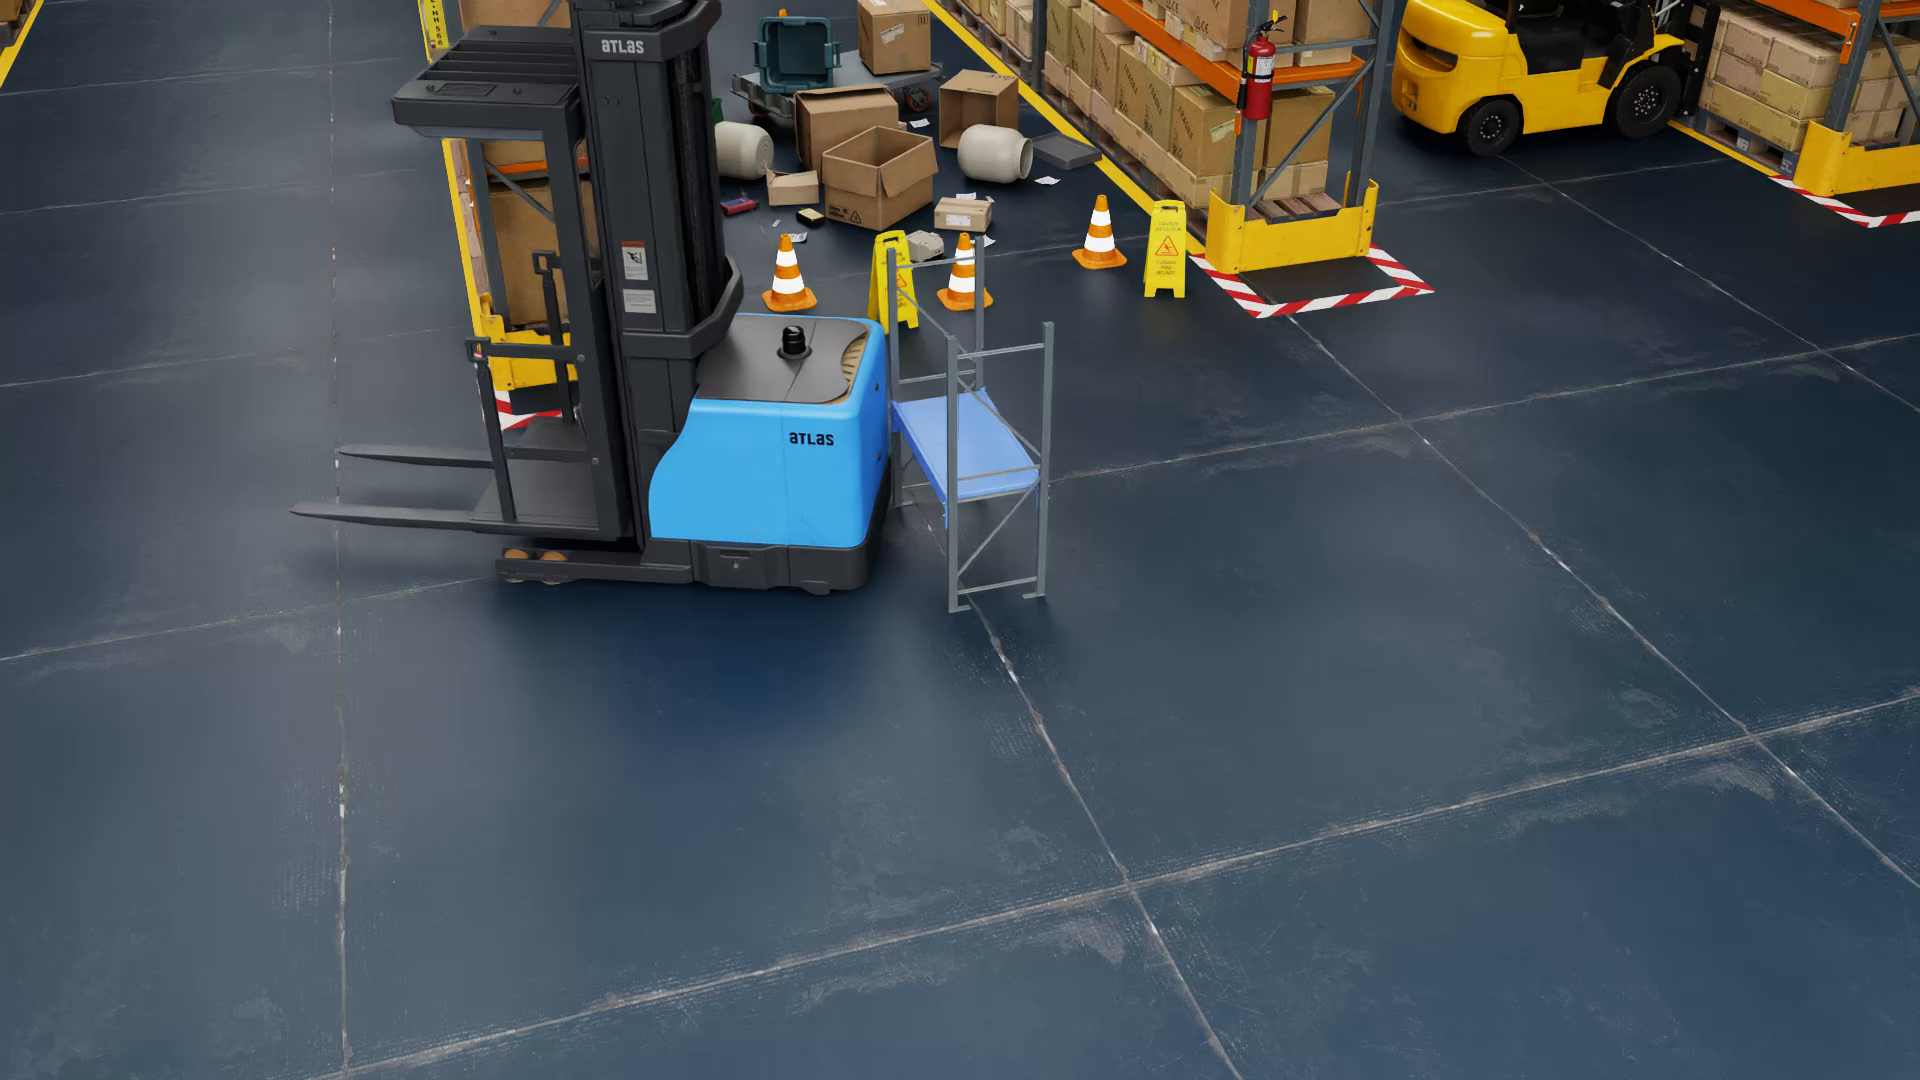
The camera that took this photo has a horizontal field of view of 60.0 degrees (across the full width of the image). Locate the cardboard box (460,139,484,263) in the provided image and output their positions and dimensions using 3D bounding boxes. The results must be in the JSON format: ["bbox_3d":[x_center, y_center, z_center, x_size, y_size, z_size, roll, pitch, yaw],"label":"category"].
[{"bbox_3d":[-2.877,-2.444,11.274,0.875,0.875,0.875,-11,35,-15],"label":"cardboard box"}]

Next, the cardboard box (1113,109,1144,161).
[{"bbox_3d":[1.528,-3.189,12.968,0.500,0.250,0.500,-11,35,-16],"label":"cardboard box"}]

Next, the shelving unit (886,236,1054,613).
[{"bbox_3d":[0.031,-0.581,8.269,0.538,1.500,1.048,-10,35,-14],"label":"shelving unit"}]

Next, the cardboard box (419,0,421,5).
[{"bbox_3d":[-4.408,-4.992,15.244,1.050,0.750,0.750,-9,35,-14],"label":"cardboard box"}]

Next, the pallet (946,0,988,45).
[{"bbox_3d":[0.511,-5.221,16.460,1.003,0.211,1.213,-10,35,-15],"label":"pallet"}]

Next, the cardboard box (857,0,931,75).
[{"bbox_3d":[-0.560,-4.292,14.106,0.500,0.500,0.500,-10,35,-15],"label":"cardboard box"}]

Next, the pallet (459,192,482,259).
[{"bbox_3d":[-3.024,-2.232,11.936,1.003,0.211,1.213,-10,35,-15],"label":"pallet"}]

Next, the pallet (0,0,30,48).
[{"bbox_3d":[-9.701,-5.031,16.173,1.003,0.211,1.213,-10,35,-15],"label":"pallet"}]

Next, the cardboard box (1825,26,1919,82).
[{"bbox_3d":[7.106,-3.800,12.987,0.500,0.250,0.500,-11,35,-15],"label":"cardboard box"}]

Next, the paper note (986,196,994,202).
[{"bbox_3d":[0.228,-2.597,12.671,0.032,0.001,0.123,-10,35,-15],"label":"paper note"}]

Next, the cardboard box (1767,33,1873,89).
[{"bbox_3d":[6.635,-3.706,12.843,0.500,0.250,0.500,-9,34,-13],"label":"cardboard box"}]

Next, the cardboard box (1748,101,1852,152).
[{"bbox_3d":[6.628,-3.293,13.125,0.500,0.250,0.500,-10,35,-14],"label":"cardboard box"}]

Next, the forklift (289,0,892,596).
[{"bbox_3d":[-1.920,-1.282,8.032,3.031,2.935,1.130,3,34,5],"label":"forklift"}]

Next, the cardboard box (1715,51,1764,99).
[{"bbox_3d":[6.483,-3.776,13.403,0.500,0.250,0.500,-10,35,-15],"label":"cardboard box"}]

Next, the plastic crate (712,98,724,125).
[{"bbox_3d":[-2.257,-3.429,13.717,0.450,0.188,0.662,-2,32,16],"label":"plastic crate"}]

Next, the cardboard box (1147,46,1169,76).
[{"bbox_3d":[1.604,-3.537,12.226,0.380,0.149,0.250,-9,35,-14],"label":"cardboard box"}]

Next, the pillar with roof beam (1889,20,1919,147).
[{"bbox_3d":[3.618,-6.367,10.223,9.100,9.000,0.400,-10,35,-15],"label":"pillar with roof beam"}]

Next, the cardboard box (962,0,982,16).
[{"bbox_3d":[0.527,-5.430,16.249,0.950,0.372,0.625,-9,34,-13],"label":"cardboard box"}]

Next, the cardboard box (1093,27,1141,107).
[{"bbox_3d":[1.380,-3.769,13.165,0.500,0.500,0.500,-8,34,-12],"label":"cardboard box"}]

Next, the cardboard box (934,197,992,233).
[{"bbox_3d":[0.023,-2.393,12.237,0.380,0.149,0.250,7,34,10],"label":"cardboard box"}]

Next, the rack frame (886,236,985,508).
[{"bbox_3d":[-0.120,-0.849,8.674,0.500,1.500,0.032,-10,35,-14],"label":"rack frame"}]

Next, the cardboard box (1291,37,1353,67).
[{"bbox_3d":[2.440,-3.343,11.316,0.380,0.149,0.250,-10,35,-15],"label":"cardboard box"}]

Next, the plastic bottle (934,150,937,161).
[{"bbox_3d":[-0.266,-3.116,13.410,0.133,0.061,0.283,-4,34,-6],"label":"plastic bottle"}]

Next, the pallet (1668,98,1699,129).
[{"bbox_3d":[6.430,-3.942,14.523,1.003,0.211,1.213,-10,35,-15],"label":"pallet"}]

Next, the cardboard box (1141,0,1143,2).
[{"bbox_3d":[1.581,-4.096,12.455,0.380,0.149,0.250,-10,35,-15],"label":"cardboard box"}]

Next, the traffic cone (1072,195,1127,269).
[{"bbox_3d":[0.986,-2.185,11.637,0.336,0.463,0.334,-10,35,-15],"label":"traffic cone"}]

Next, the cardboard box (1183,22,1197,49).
[{"bbox_3d":[1.788,-3.543,11.618,0.380,0.149,0.250,-11,35,-16],"label":"cardboard box"}]

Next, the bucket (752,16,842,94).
[{"bbox_3d":[-1.320,-4.034,13.724,0.726,0.611,0.620,1,23,2],"label":"bucket"}]

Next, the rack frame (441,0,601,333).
[{"bbox_3d":[-2.337,-2.349,9.584,1.000,3.000,0.127,-10,35,-15],"label":"rack frame"}]

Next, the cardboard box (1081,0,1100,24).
[{"bbox_3d":[1.188,-4.246,13.299,0.380,0.149,0.250,-9,34,-13],"label":"cardboard box"}]

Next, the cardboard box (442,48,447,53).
[{"bbox_3d":[-3.191,-3.732,11.540,0.875,0.550,0.550,-10,35,-15],"label":"cardboard box"}]

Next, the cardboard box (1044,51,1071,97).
[{"bbox_3d":[1.049,-4.007,14.207,0.500,0.250,0.500,-12,35,-17],"label":"cardboard box"}]

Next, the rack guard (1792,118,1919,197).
[{"bbox_3d":[7.079,-3.016,12.860,1.175,0.500,0.348,-10,35,-15],"label":"rack guard"}]

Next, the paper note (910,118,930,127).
[{"bbox_3d":[-0.337,-3.531,14.065,0.148,0.019,0.142,-10,35,-15],"label":"paper note"}]

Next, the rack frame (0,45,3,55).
[{"bbox_3d":[-9.532,-5.768,14.758,1.000,3.000,0.127,-10,35,-15],"label":"rack frame"}]

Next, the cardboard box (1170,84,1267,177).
[{"bbox_3d":[1.853,-2.952,11.930,0.500,0.500,0.500,-10,35,-14],"label":"cardboard box"}]

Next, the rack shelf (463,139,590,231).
[{"bbox_3d":[-2.947,-3.099,11.371,1.077,0.370,4.000,-10,35,-15],"label":"rack shelf"}]

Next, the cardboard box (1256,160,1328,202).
[{"bbox_3d":[2.363,-2.732,12.277,0.500,0.250,0.500,-10,35,-15],"label":"cardboard box"}]

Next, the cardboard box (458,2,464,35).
[{"bbox_3d":[-2.669,-3.337,9.963,0.875,0.550,0.550,-10,35,-15],"label":"cardboard box"}]

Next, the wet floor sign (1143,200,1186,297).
[{"bbox_3d":[1.385,-1.972,11.150,0.267,0.644,0.232,1,33,2],"label":"wet floor sign"}]

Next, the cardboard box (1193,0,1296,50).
[{"bbox_3d":[1.918,-3.639,11.175,0.500,0.500,0.500,-11,35,-16],"label":"cardboard box"}]

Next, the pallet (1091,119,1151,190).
[{"bbox_3d":[1.740,-3.183,13.375,1.003,0.211,1.213,-10,35,-15],"label":"pallet"}]

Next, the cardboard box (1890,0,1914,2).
[{"bbox_3d":[7.185,-4.420,12.627,0.500,0.500,0.500,-9,34,-13],"label":"cardboard box"}]
